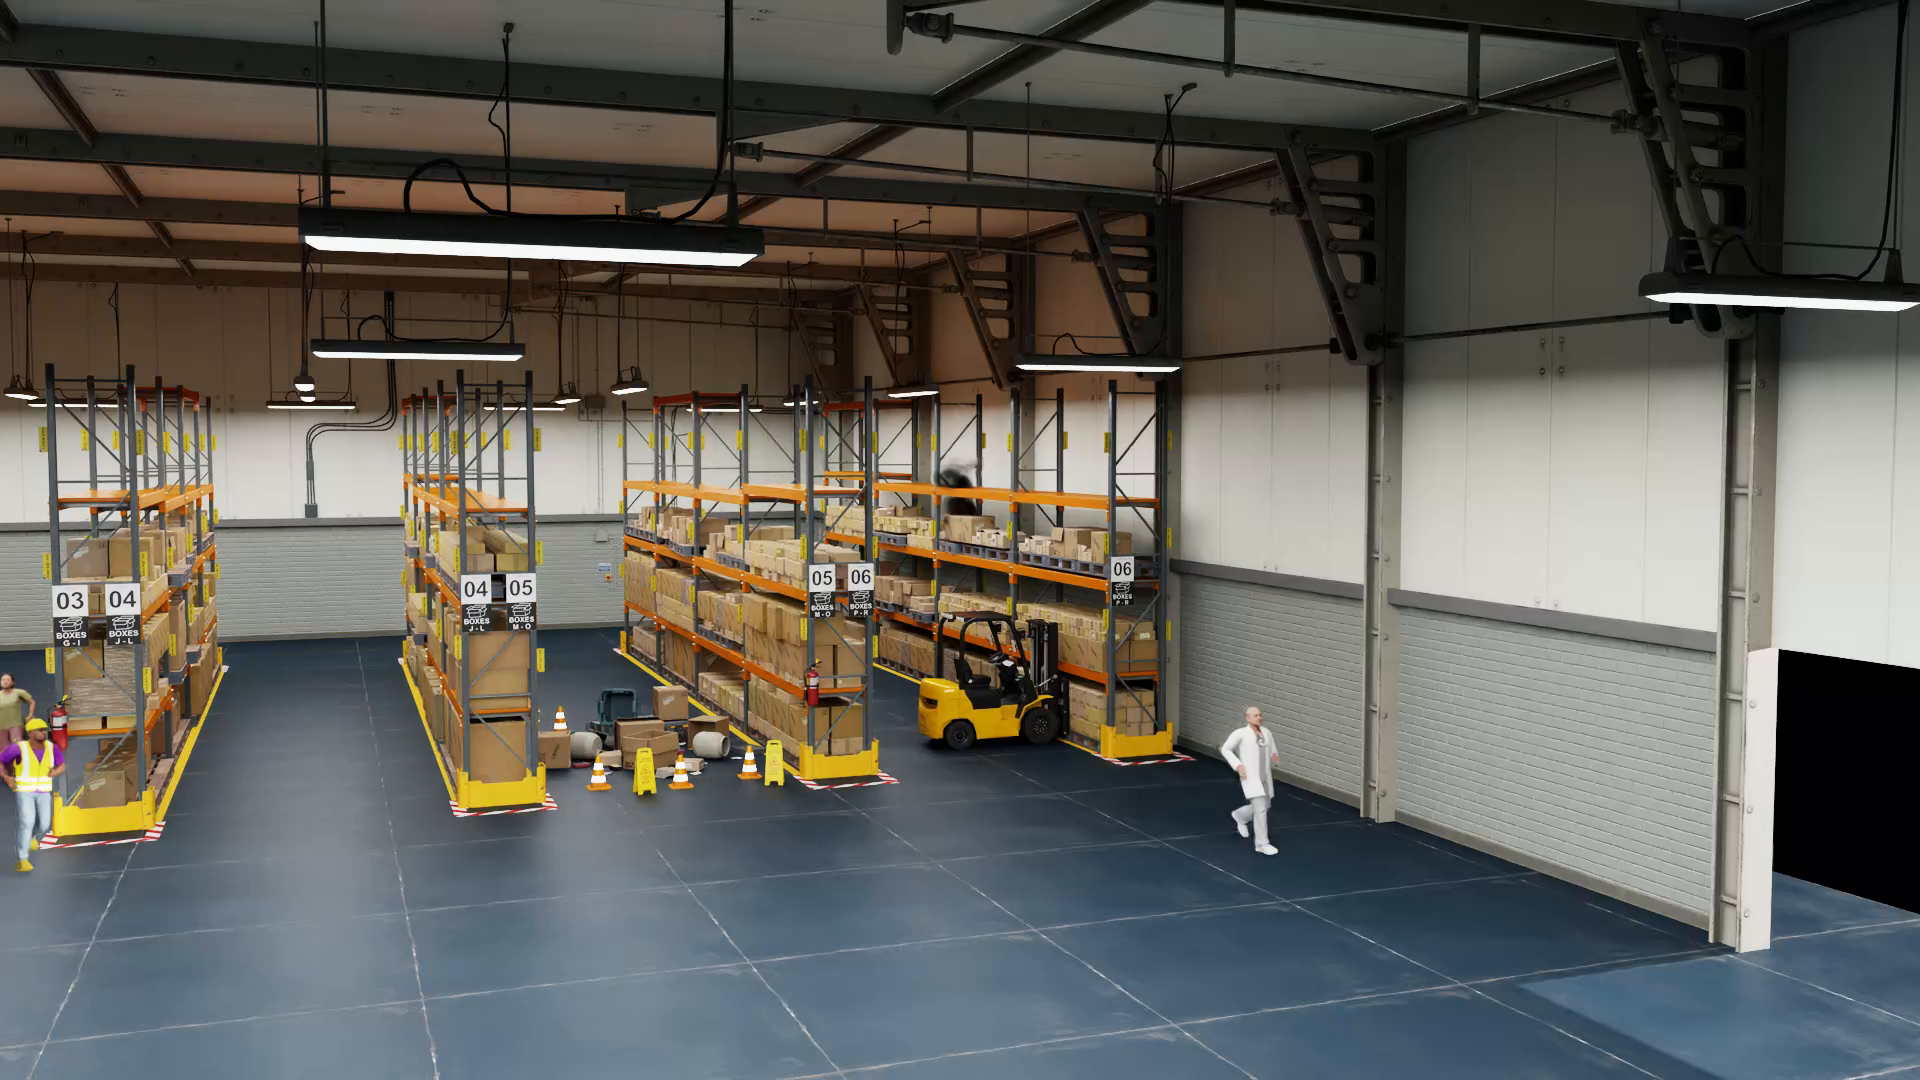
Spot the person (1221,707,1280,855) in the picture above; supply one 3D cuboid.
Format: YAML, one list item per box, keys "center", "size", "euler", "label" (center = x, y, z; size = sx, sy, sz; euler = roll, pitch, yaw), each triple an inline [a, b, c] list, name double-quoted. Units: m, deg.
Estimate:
- center: [3.608, 2.926, 20.447]
  size: [0.720, 1.751, 0.963]
  euler: [-2, 4, -29]
  label: "person"

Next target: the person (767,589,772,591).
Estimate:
- center: [-4.377, 1.898, 38.019]
  size: [0.656, 1.772, 0.878]
  euler: [-2, 4, -36]
  label: "person"

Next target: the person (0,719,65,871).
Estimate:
- center: [-11.063, 2.999, 19.882]
  size: [0.850, 1.729, 0.732]
  euler: [3, 4, 39]
  label: "person"

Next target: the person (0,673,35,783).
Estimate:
- center: [-13.914, 2.758, 24.338]
  size: [0.626, 1.637, 0.525]
  euler: [-1, 4, -20]
  label: "person"
